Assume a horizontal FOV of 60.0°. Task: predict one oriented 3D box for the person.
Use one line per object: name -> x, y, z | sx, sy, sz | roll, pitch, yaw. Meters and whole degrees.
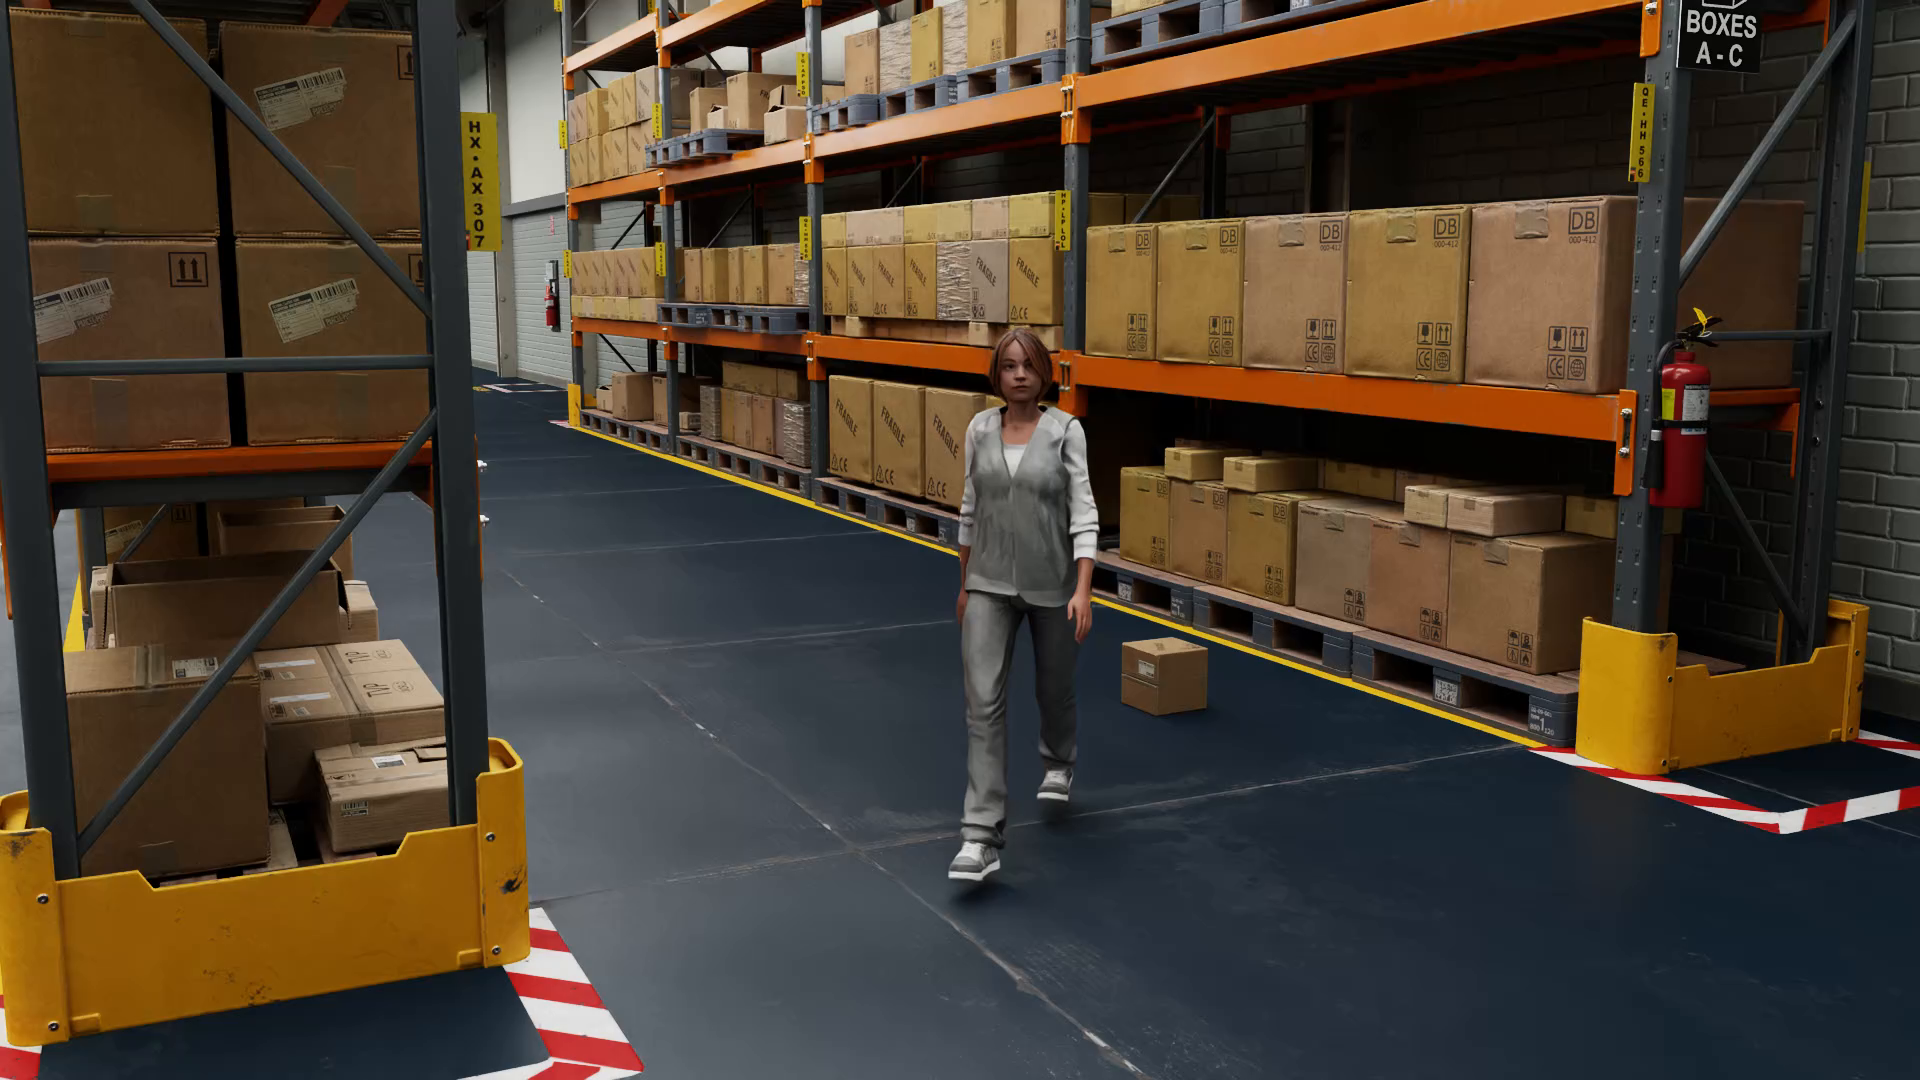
person -> 0.190, 0.147, 4.904 | 0.446, 1.532, 0.993 | 1, 9, 8
